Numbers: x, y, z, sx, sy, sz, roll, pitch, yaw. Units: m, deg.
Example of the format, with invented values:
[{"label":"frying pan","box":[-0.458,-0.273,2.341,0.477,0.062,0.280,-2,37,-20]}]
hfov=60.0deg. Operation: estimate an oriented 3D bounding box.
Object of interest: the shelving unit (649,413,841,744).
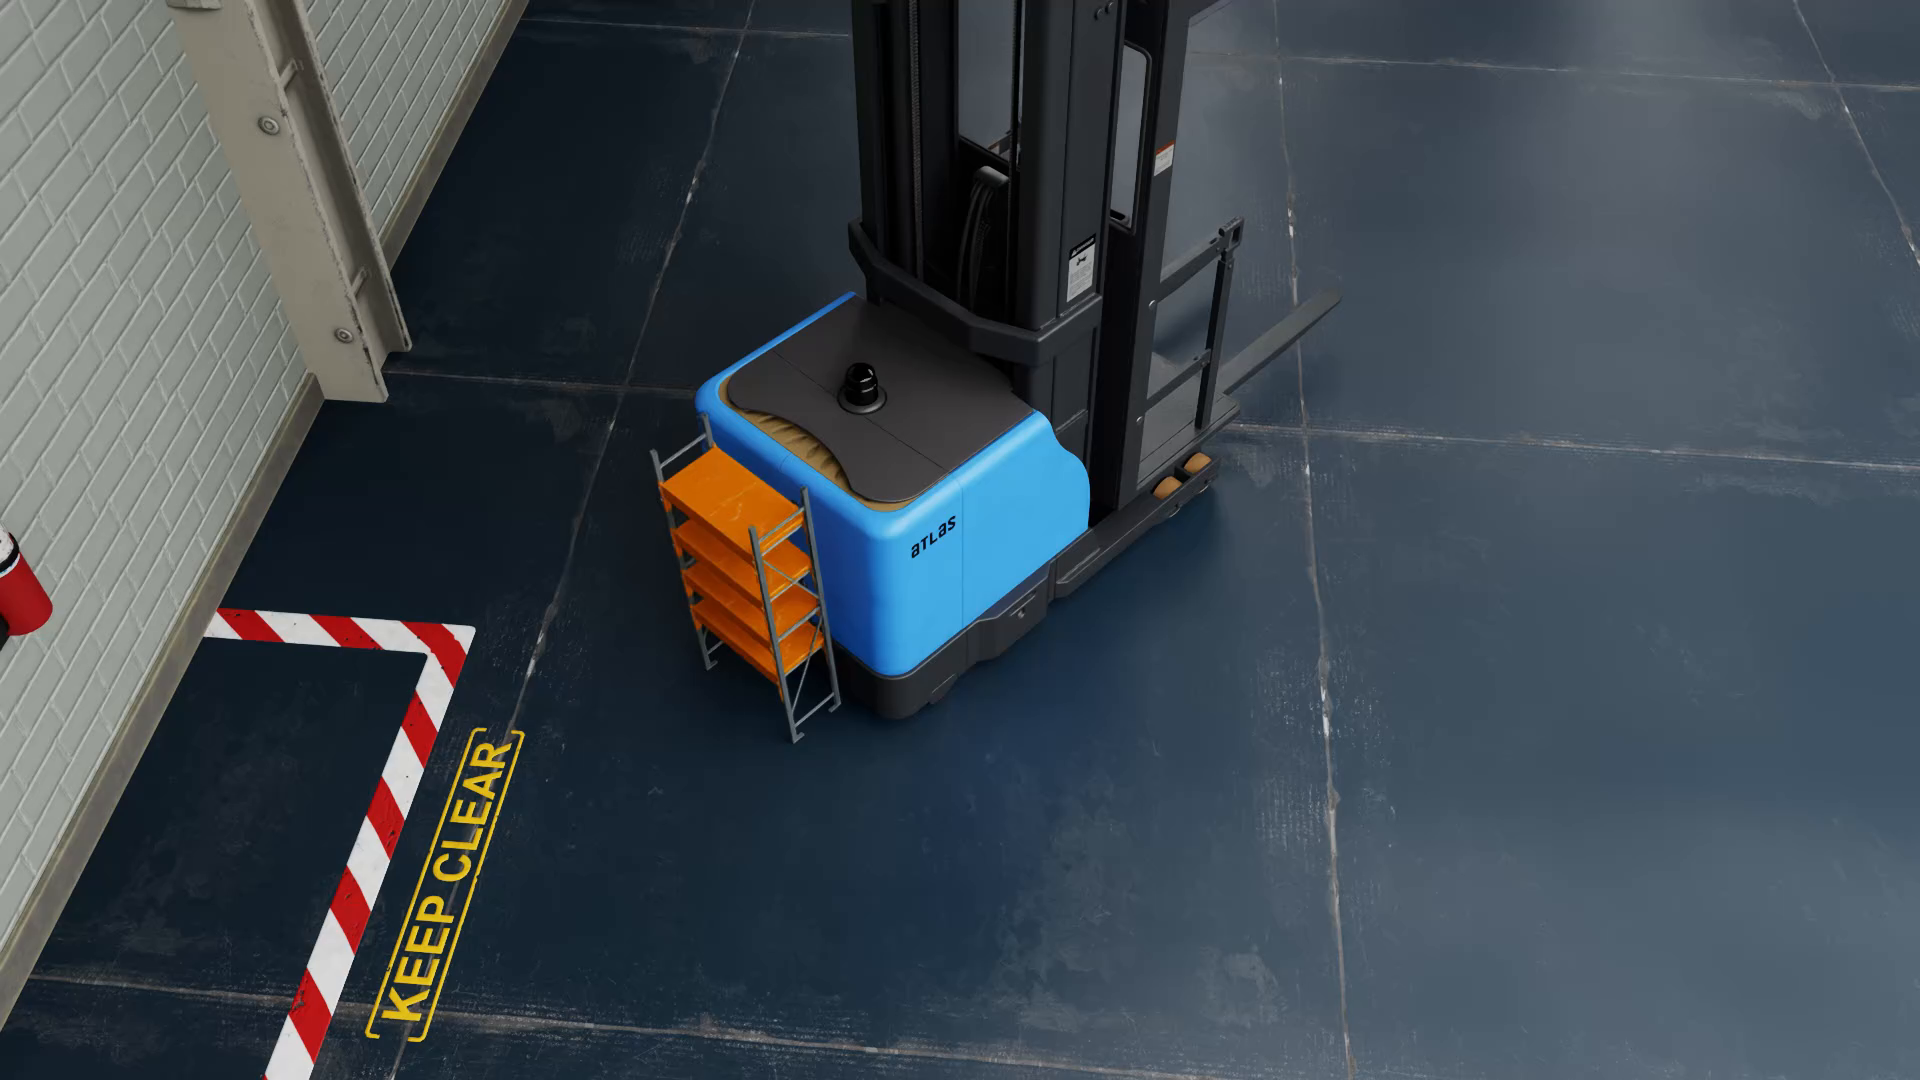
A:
[{"label":"shelving unit","box":[-0.728,0.162,5.806,0.503,1.200,0.258,35,60,28]}]

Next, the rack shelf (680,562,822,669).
[{"label":"rack shelf","box":[-0.726,0.206,5.857,0.480,0.148,0.258,35,60,28]}]

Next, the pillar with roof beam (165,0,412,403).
[{"label":"pillar with roof beam","box":[1.616,-3.509,3.887,9.100,9.000,0.400,4,48,4]}]

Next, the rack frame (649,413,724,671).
[{"label":"rack frame","box":[-0.903,0.037,5.920,0.015,1.200,0.240,35,60,28]}]

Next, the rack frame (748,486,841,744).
[{"label":"rack frame","box":[-0.552,0.287,5.691,0.015,1.200,0.240,35,60,28]}]

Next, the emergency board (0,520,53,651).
[{"label":"emergency board","box":[-2.934,0.039,4.707,0.194,1.169,0.643,4,48,4]}]

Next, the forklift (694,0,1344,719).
[{"label":"forklift","box":[0.439,-1.323,6.000,1.130,2.935,3.031,36,57,28]}]

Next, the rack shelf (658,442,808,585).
[{"label":"rack shelf","box":[-0.742,-0.092,5.507,0.480,0.148,0.258,35,60,28]}]

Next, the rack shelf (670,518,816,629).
[{"label":"rack shelf","box":[-0.733,0.061,5.687,0.480,0.148,0.258,35,60,28]}]

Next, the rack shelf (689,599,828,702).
[{"label":"rack shelf","box":[-0.719,0.334,6.008,0.480,0.148,0.258,35,60,28]}]
